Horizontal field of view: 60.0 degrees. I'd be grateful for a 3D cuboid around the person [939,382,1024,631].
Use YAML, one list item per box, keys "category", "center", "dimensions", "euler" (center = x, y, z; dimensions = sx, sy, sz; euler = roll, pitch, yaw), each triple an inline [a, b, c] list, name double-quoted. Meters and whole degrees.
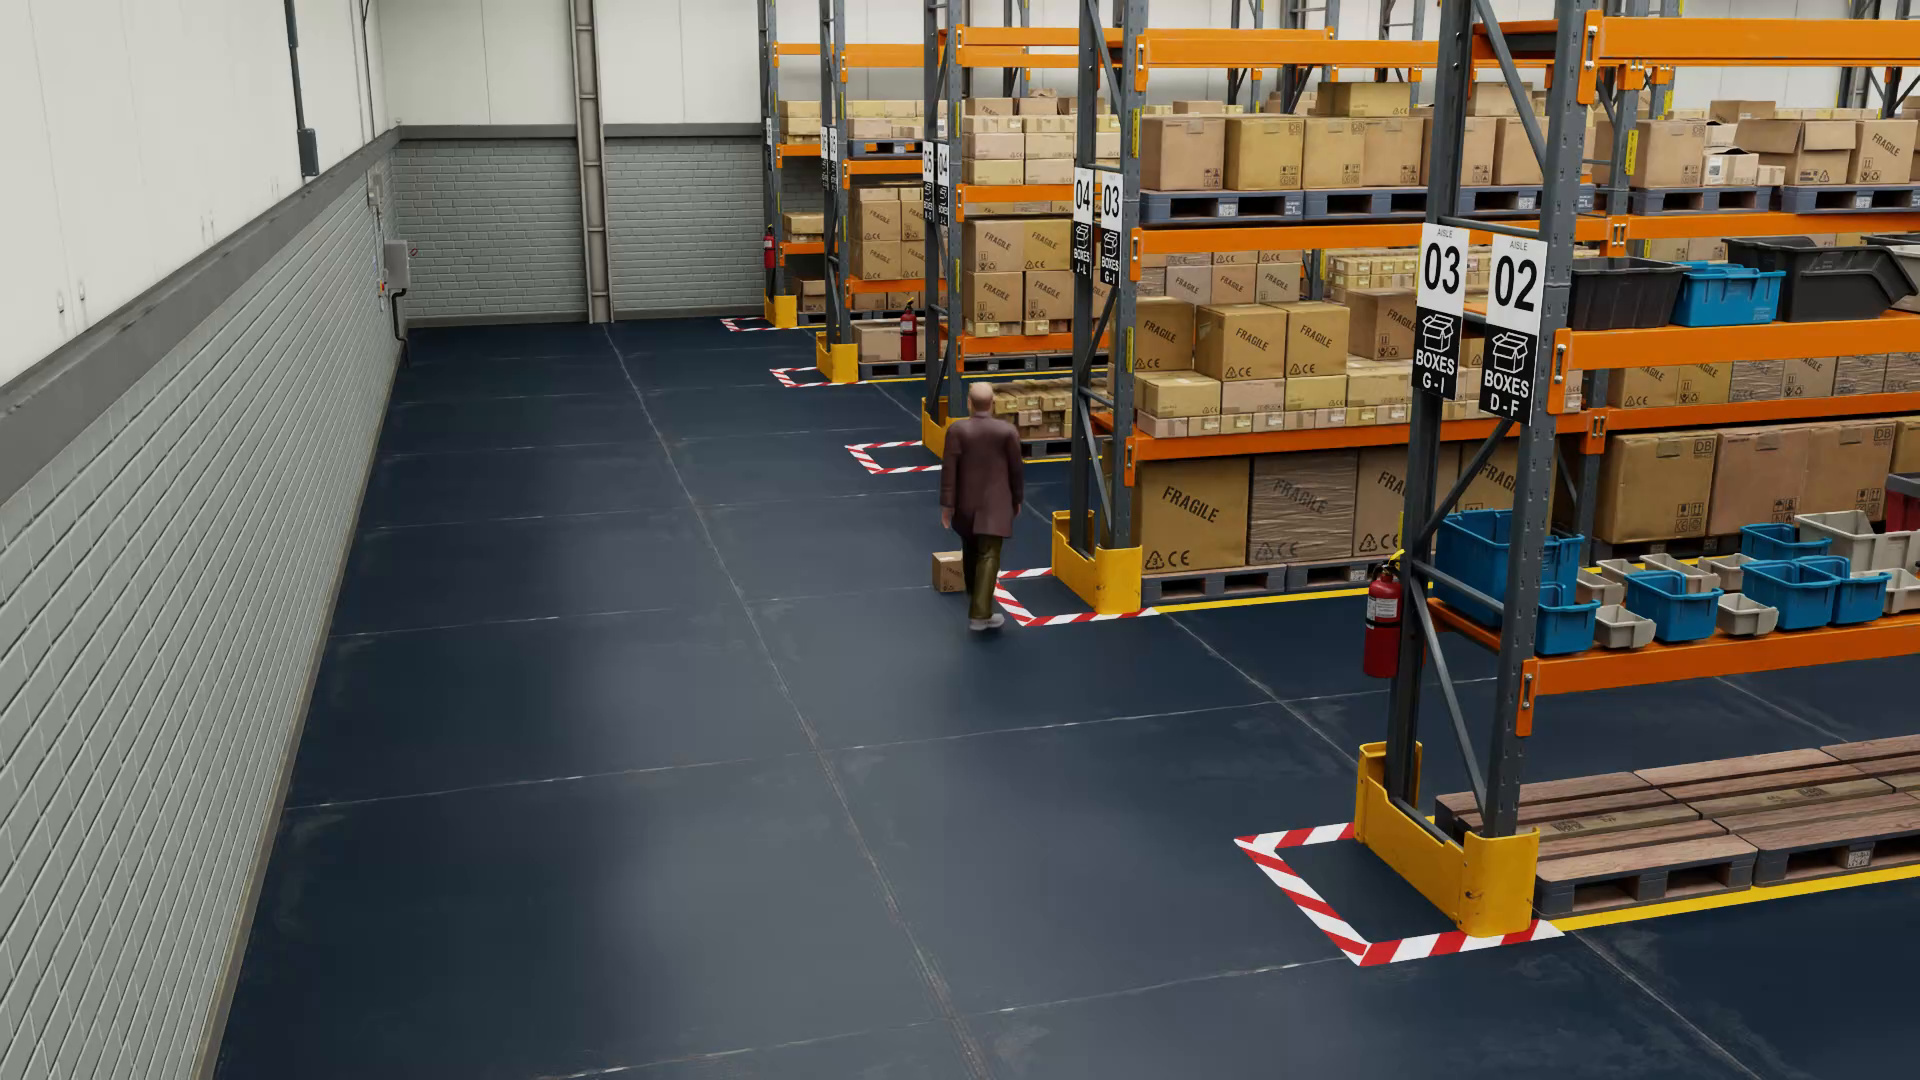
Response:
- category: "person"
  center: [0.177, -0.284, 12.039]
  dimensions: [0.579, 1.740, 1.042]
  euler: [4, 16, 13]
